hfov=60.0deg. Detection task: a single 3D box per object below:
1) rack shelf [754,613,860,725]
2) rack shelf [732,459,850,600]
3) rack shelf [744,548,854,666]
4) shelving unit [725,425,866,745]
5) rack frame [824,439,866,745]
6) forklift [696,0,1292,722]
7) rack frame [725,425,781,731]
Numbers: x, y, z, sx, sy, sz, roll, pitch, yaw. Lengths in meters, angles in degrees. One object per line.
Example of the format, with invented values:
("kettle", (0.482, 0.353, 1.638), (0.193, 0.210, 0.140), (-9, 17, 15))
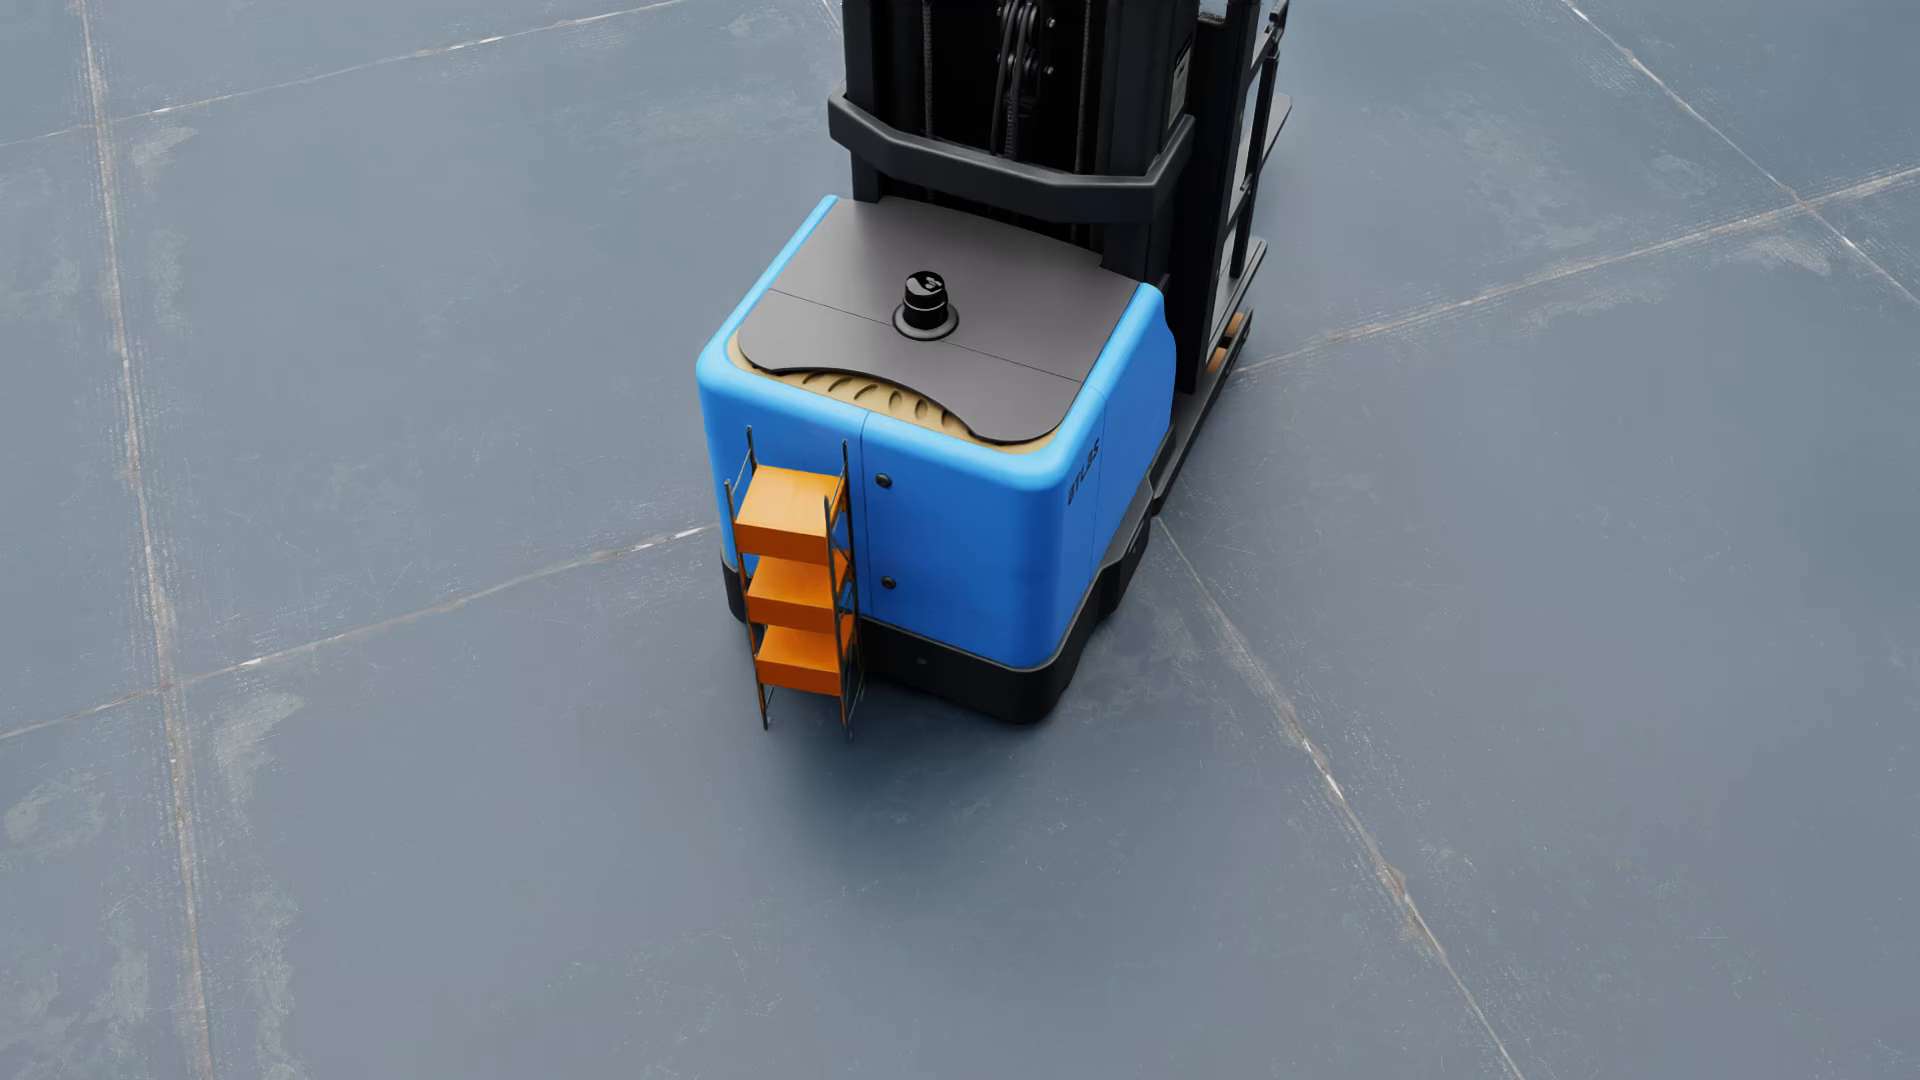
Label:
("rack shelf", (-0.420, 0.339, 4.647), (0.240, 0.259, 0.215), (9, 50, 8))
("rack shelf", (-0.420, -0.027, 4.221), (0.240, 0.259, 0.215), (9, 50, 8))
("rack shelf", (-0.420, 0.158, 4.436), (0.240, 0.259, 0.215), (9, 50, 8))
("shelving unit", (-0.420, 0.151, 4.428), (0.252, 1.050, 0.215), (9, 50, 8))
("rack frame", (-0.300, 0.170, 4.412), (0.008, 1.050, 0.200), (9, 50, 8))
("forklift", (0.362, -1.578, 4.673), (1.130, 2.935, 3.031), (19, 52, 15))
("rack frame", (-0.540, 0.133, 4.444), (0.008, 1.050, 0.200), (9, 50, 8))
